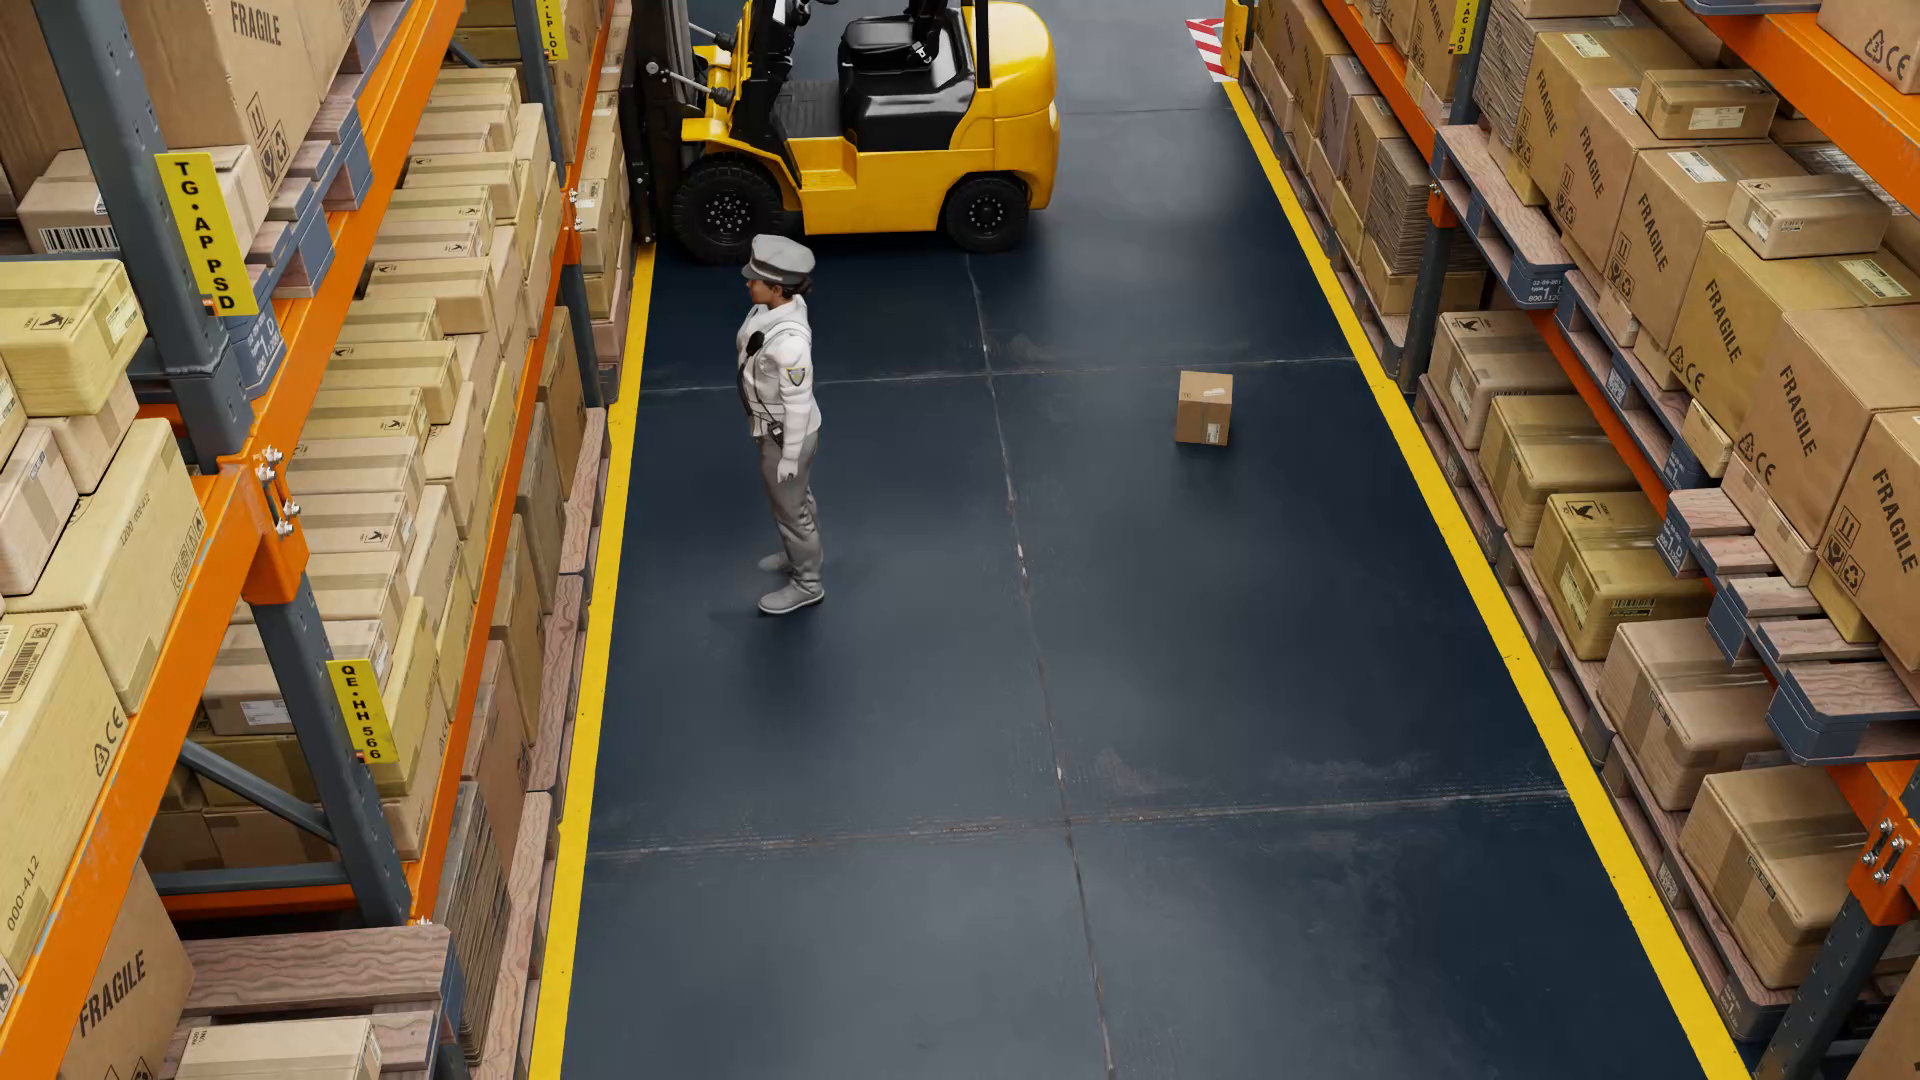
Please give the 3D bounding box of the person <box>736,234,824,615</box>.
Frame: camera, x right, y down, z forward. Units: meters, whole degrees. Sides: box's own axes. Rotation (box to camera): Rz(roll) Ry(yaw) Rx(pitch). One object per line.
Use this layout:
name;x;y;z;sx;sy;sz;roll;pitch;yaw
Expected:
person;-0.715;-0.443;6.692;0.346;1.715;0.470;-8;40;-9
